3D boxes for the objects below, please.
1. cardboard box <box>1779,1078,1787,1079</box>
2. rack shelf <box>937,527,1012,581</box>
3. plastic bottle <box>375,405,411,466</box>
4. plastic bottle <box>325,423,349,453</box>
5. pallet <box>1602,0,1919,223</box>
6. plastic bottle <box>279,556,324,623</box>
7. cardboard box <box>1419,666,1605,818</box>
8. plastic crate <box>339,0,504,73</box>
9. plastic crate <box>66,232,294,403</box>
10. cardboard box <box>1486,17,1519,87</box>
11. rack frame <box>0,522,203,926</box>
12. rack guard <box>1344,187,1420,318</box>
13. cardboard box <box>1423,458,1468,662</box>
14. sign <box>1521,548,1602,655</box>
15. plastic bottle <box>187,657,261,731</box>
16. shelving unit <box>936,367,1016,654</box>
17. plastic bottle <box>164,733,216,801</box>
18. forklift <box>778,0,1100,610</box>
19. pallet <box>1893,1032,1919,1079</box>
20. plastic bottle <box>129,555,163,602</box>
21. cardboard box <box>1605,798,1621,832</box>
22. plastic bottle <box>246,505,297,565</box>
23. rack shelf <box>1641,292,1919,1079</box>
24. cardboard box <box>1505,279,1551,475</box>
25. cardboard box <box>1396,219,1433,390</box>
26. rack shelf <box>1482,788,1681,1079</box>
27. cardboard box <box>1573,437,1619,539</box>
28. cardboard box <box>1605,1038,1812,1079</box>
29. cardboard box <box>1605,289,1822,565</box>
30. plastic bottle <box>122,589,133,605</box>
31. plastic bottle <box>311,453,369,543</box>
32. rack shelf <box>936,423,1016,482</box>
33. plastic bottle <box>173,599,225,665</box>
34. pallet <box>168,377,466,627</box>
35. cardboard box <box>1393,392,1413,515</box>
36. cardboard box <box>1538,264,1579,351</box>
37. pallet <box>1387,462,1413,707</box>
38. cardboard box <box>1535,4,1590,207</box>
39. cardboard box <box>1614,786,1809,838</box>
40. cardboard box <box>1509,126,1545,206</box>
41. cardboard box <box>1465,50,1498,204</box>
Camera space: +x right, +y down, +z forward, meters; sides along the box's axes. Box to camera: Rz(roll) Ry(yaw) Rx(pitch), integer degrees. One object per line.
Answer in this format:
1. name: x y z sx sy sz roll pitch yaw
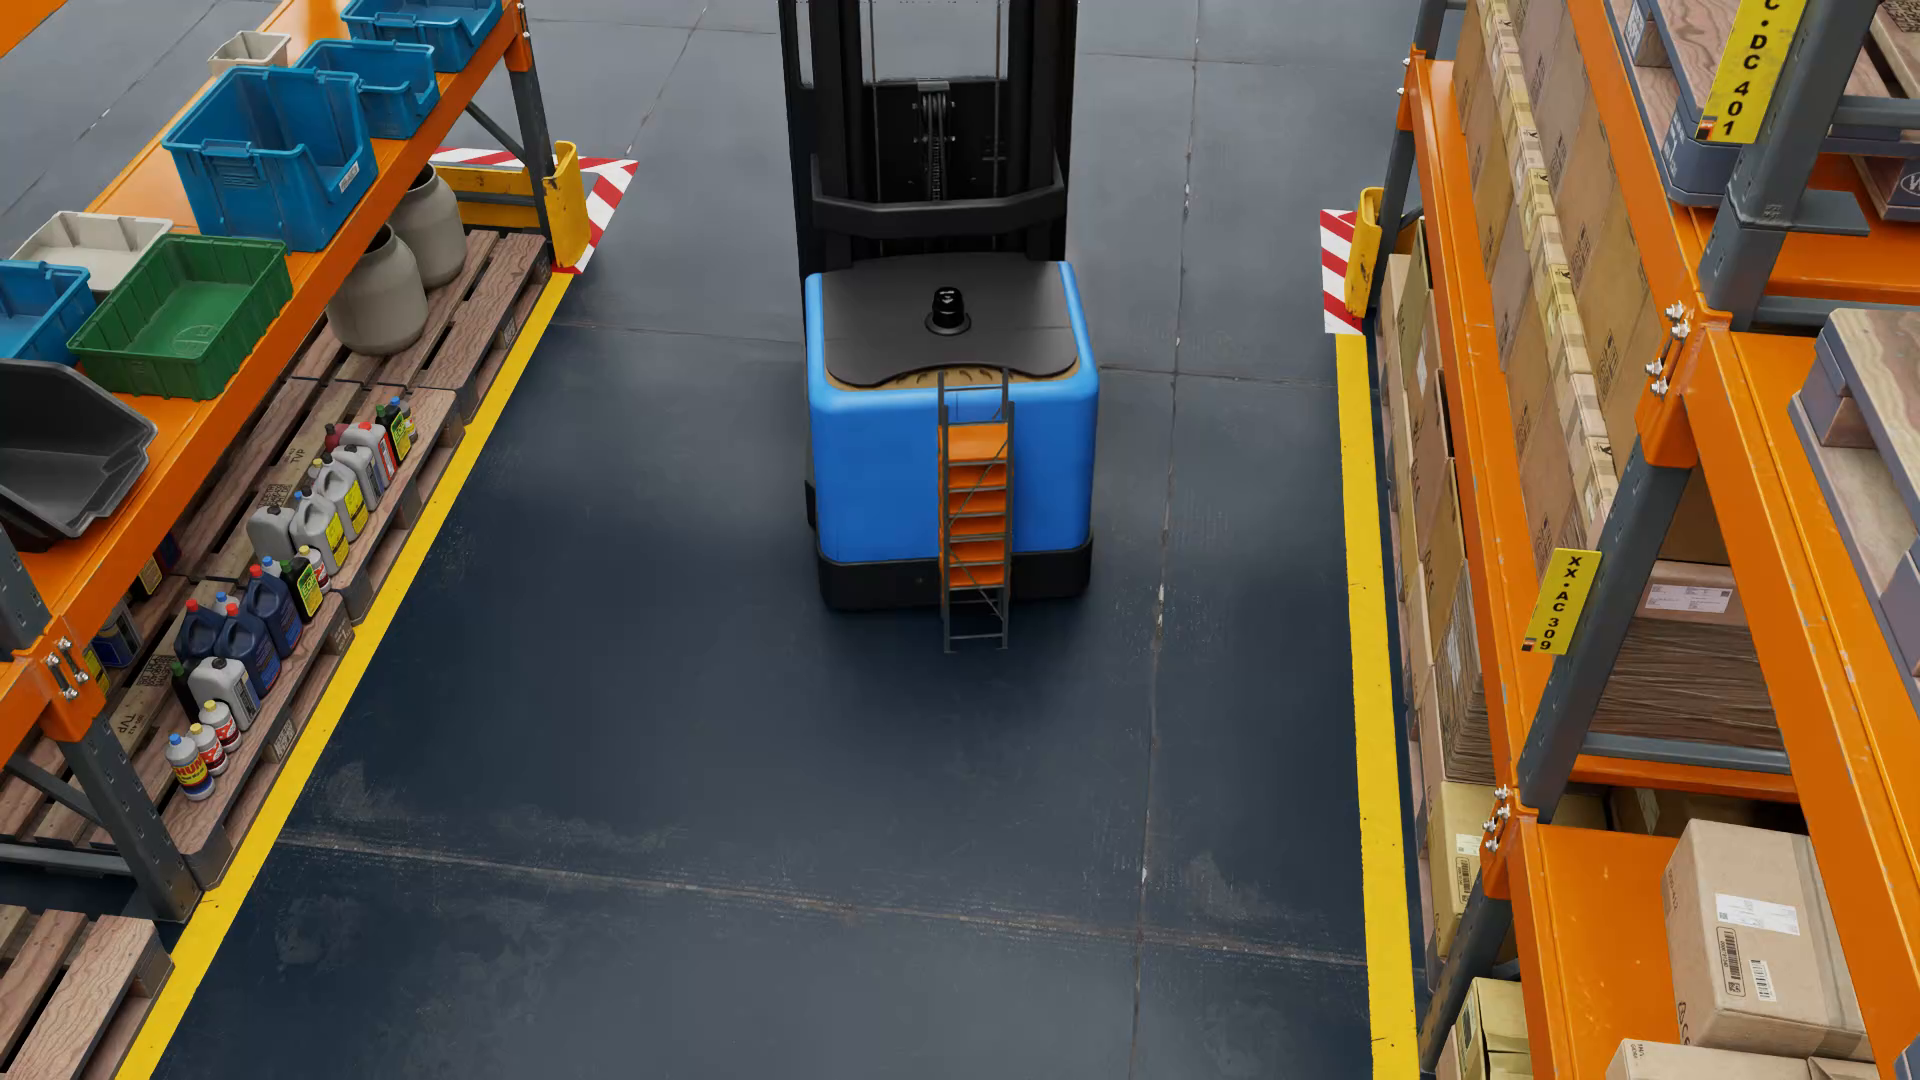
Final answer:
1. cardboard box: 1.710 1.378 3.040 0.500 0.500 0.500 8 44 9
2. rack shelf: 0.053 0.043 6.072 0.258 0.103 0.180 -3 44 -4
3. plastic bottle: -2.289 -0.446 6.695 0.061 0.283 0.133 6 44 7
4. plastic bottle: -2.457 -0.367 6.612 0.061 0.283 0.133 5 44 6
5. pallet: 1.985 -1.107 3.620 1.003 0.211 1.213 5 44 6
6. plastic bottle: -2.406 0.158 6.058 0.061 0.283 0.133 7 44 7
7. cardboard box: 1.818 0.704 5.520 0.500 0.250 0.500 5 44 6
8. plastic crate: -2.253 -2.223 7.024 0.499 0.251 0.616 5 44 6
9. plastic crate: -2.553 -0.742 5.506 0.450 0.188 0.662 5 44 6
10. cardboard box: 2.059 -1.695 5.814 0.380 0.149 0.250 5 44 5
11. rack frame: -3.012 0.081 4.483 1.000 3.000 0.127 5 44 6
12. rack guard: 2.429 -1.301 7.761 1.175 0.500 0.348 5 44 6
13. cardboard box: 1.882 0.090 5.622 0.500 0.500 0.500 5 44 6
14. sign: 1.347 0.141 3.732 0.100 0.325 0.005 5 44 6
15. plastic bottle: -2.520 0.510 5.691 0.152 0.276 0.135 7 44 7
16. shelving unit: 0.053 -0.077 5.958 0.258 1.200 0.189 -3 44 -4
17. plastic bottle: -2.535 0.734 5.457 0.097 0.271 0.097 0 43 0
18. forklift: -0.138 -1.807 6.527 1.130 2.935 3.031 -3 44 -4
19. pallet: 1.515 1.006 1.462 1.003 0.211 1.213 7 44 7
20. plastic bottle: -3.039 0.083 6.136 0.061 0.283 0.133 5 44 6
21. cardboard box: 2.259 1.091 5.111 0.500 0.250 0.500 5 44 6
22. plastic bottle: -2.563 -0.017 6.247 0.152 0.276 0.135 5 44 6
23. rack shelf: 1.633 1.069 1.781 1.077 0.370 4.000 5 44 6
24. cardboard box: 2.083 -0.507 5.031 0.700 0.500 0.500 6 44 6
25. cardboard box: 2.071 -0.933 6.702 0.500 0.500 0.500 5 44 6
26. rack shelf: 1.633 2.158 2.813 1.077 0.370 4.000 5 44 6
27. cardboard box: 1.756 -0.111 4.141 0.380 0.149 0.250 4 44 5
28. cardboard box: 1.578 1.210 3.473 0.380 0.149 0.250 5 44 6
29. cardboard box: 1.950 -0.277 3.844 0.700 0.500 0.500 5 44 6
30. plastic bottle: -3.144 0.067 6.104 0.144 0.351 0.185 5 44 5
31. plastic bottle: -2.388 -0.175 6.359 0.144 0.351 0.185 7 44 7
32. rack shelf: 0.053 -0.306 5.741 0.258 0.103 0.180 -3 44 -4
33. plastic bottle: -2.637 0.357 5.798 0.144 0.351 0.185 5 44 6
34. pallet: -2.723 -0.194 6.802 1.003 0.211 1.213 5 44 6
35. cardboard box: 2.006 -0.319 6.600 0.500 0.250 0.500 5 44 6
36. cardboard box: 1.857 -0.636 4.696 0.380 0.149 0.250 5 44 5
37. pallet: 2.203 0.174 6.413 1.003 0.211 1.213 5 44 6
38. cardboard box: 2.149 -1.303 4.928 0.700 0.500 0.500 5 44 6
39. cardboard box: 2.269 0.820 4.852 0.500 0.500 0.500 5 44 6
40. cardboard box: 1.957 -1.169 5.258 0.380 0.149 0.250 6 44 6
41. cardboard box: 2.287 -1.553 6.136 0.700 0.500 0.500 6 44 7
